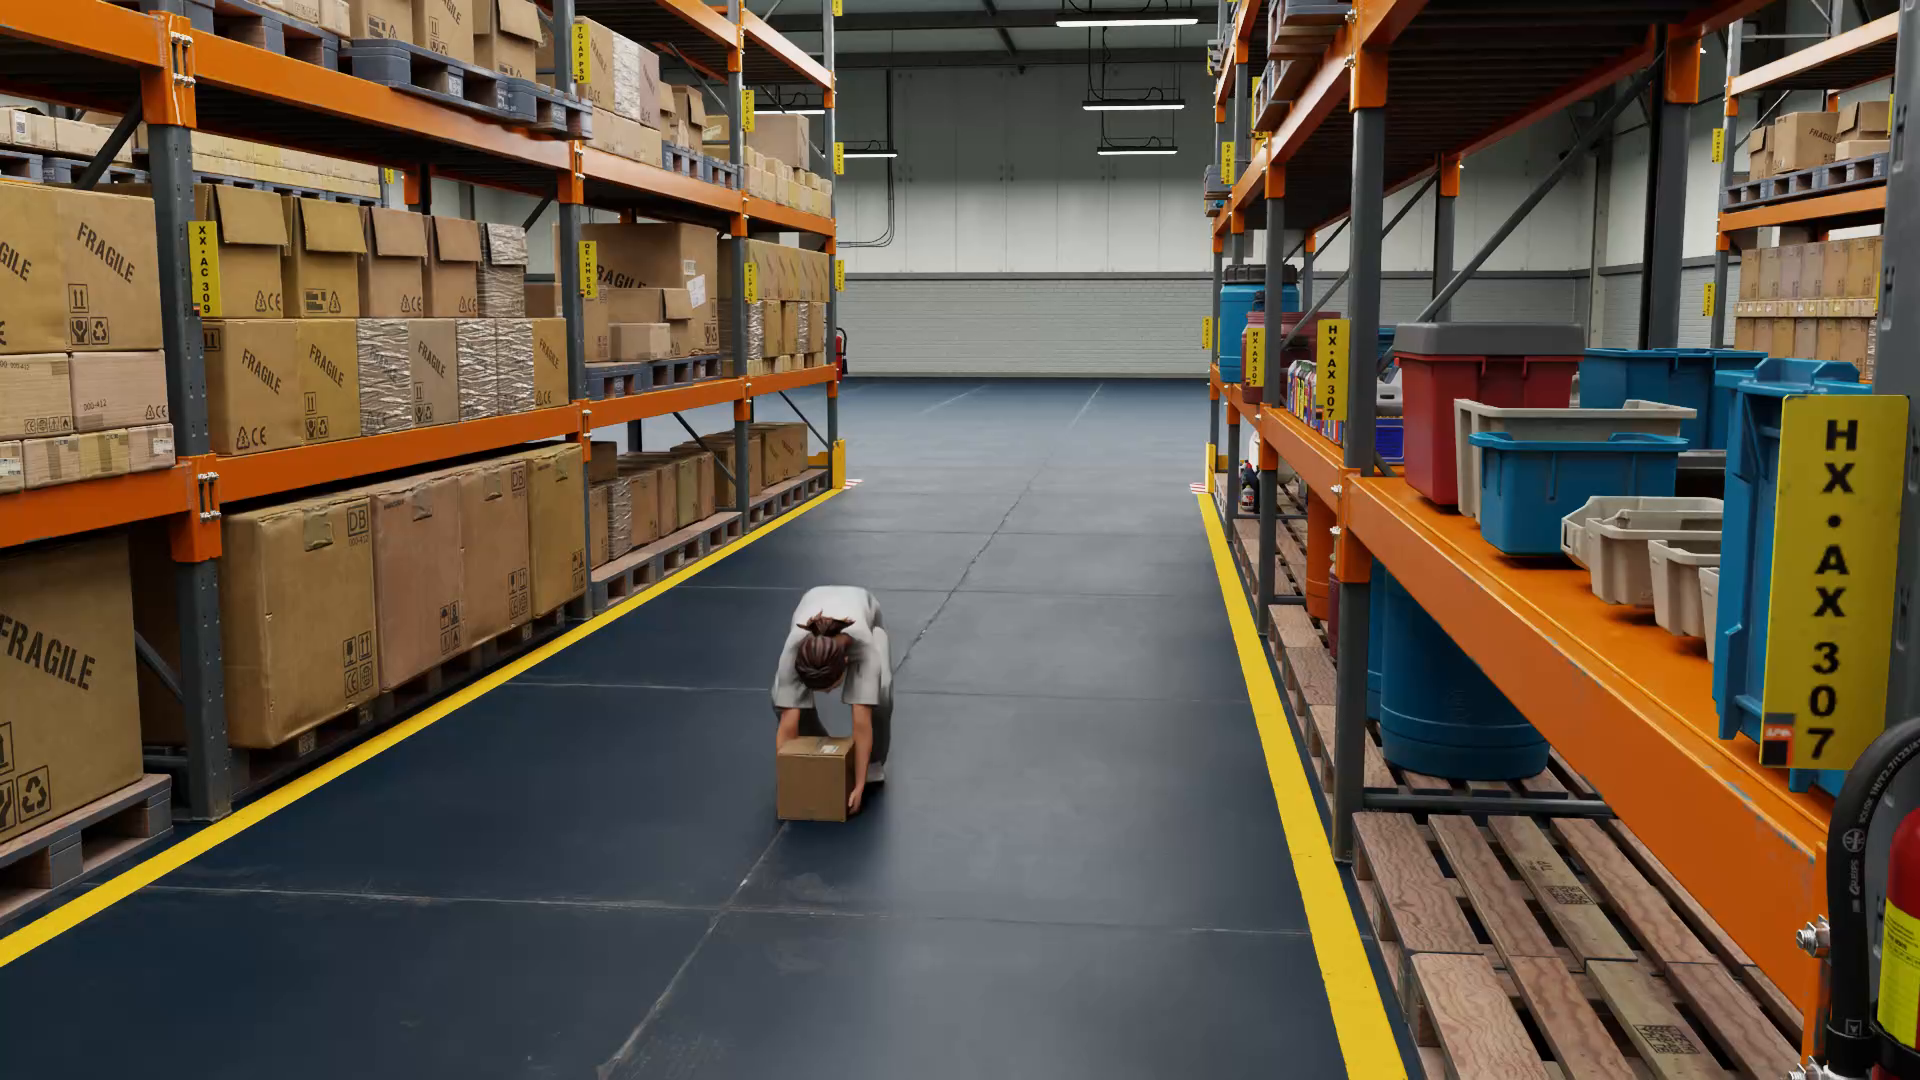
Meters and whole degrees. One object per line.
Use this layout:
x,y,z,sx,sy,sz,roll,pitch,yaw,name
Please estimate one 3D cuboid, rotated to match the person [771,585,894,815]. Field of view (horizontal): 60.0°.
-0.483,0.595,6.392,0.470,0.785,0.866,1,8,4,person
